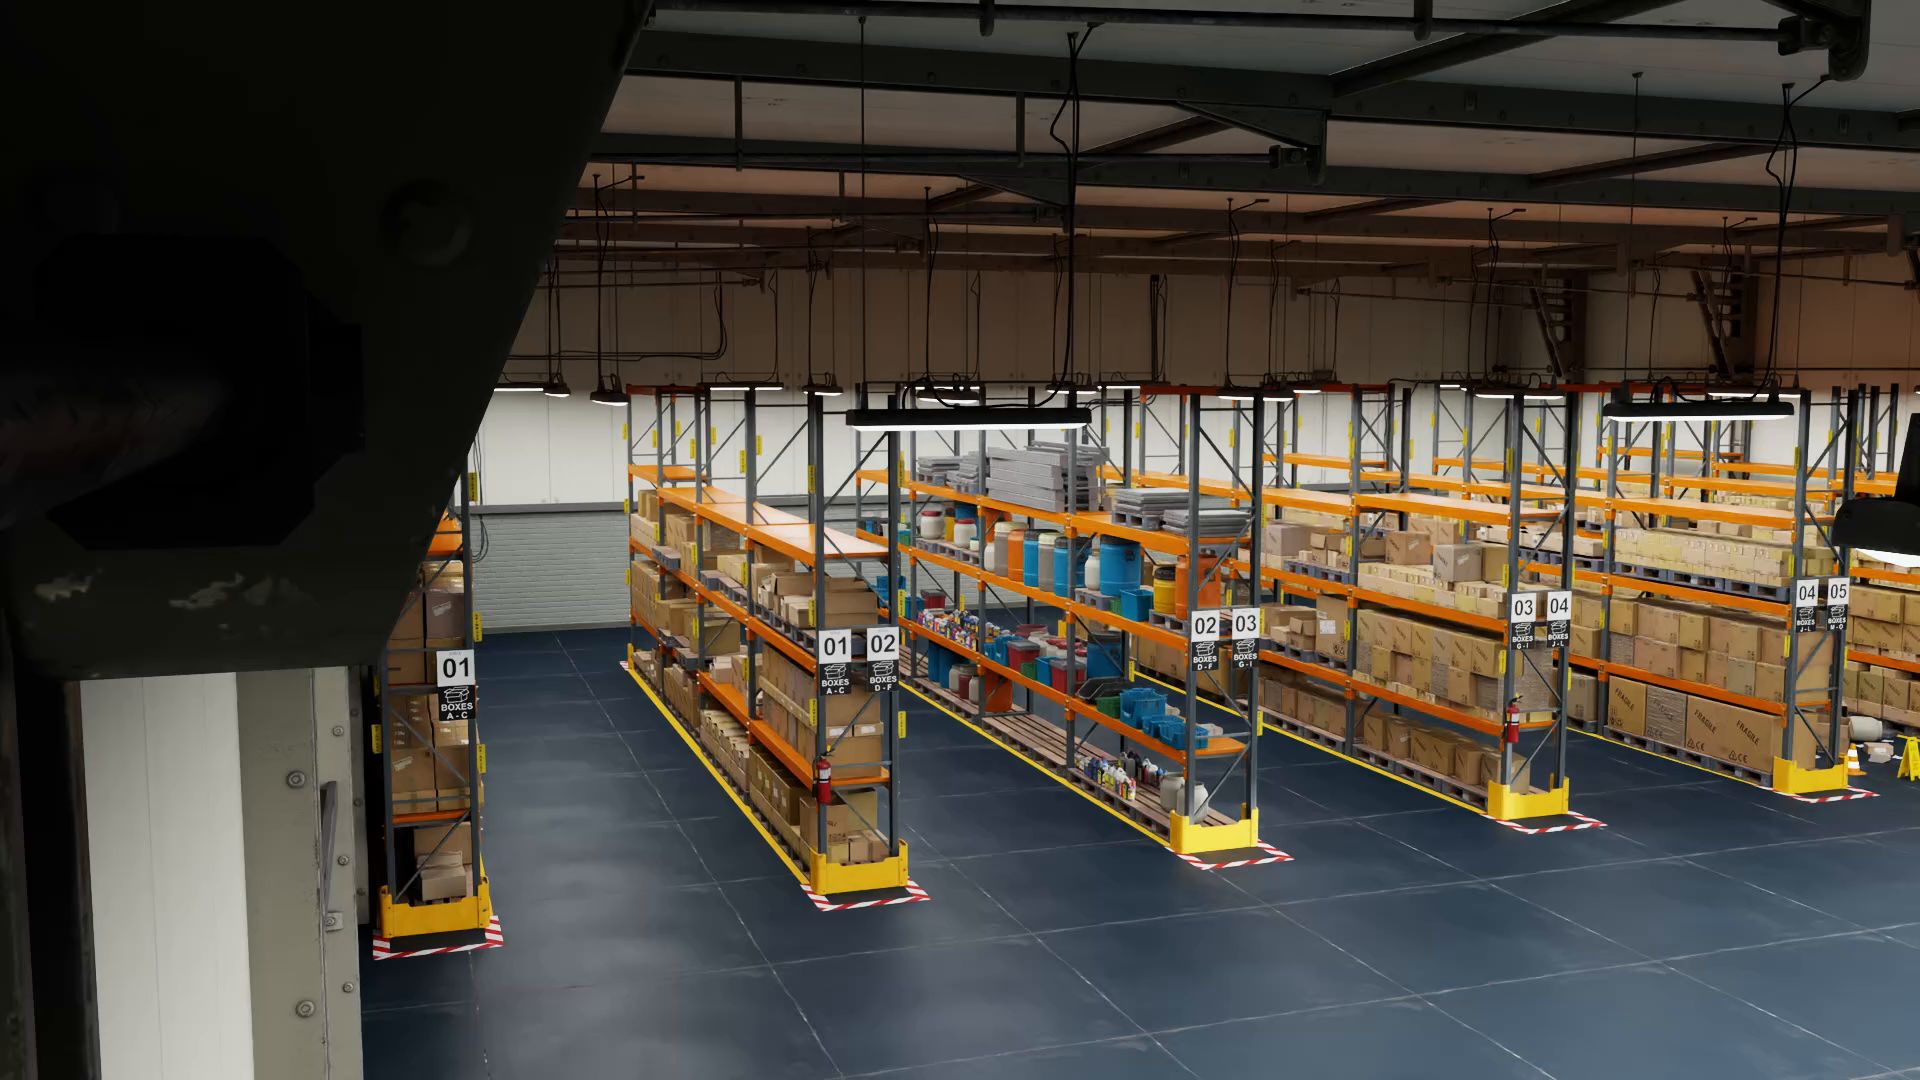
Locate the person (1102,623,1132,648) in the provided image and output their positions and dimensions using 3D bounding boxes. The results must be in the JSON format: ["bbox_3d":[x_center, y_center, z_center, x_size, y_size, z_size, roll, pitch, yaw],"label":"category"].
[{"bbox_3d":[3.098,2.053,33.034,0.604,1.757,0.711,0,6,-5],"label":"person"}]

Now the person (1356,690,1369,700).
[{"bbox_3d":[7.422,2.319,30.497,0.651,1.828,0.658,-1,6,-6],"label":"person"}]
